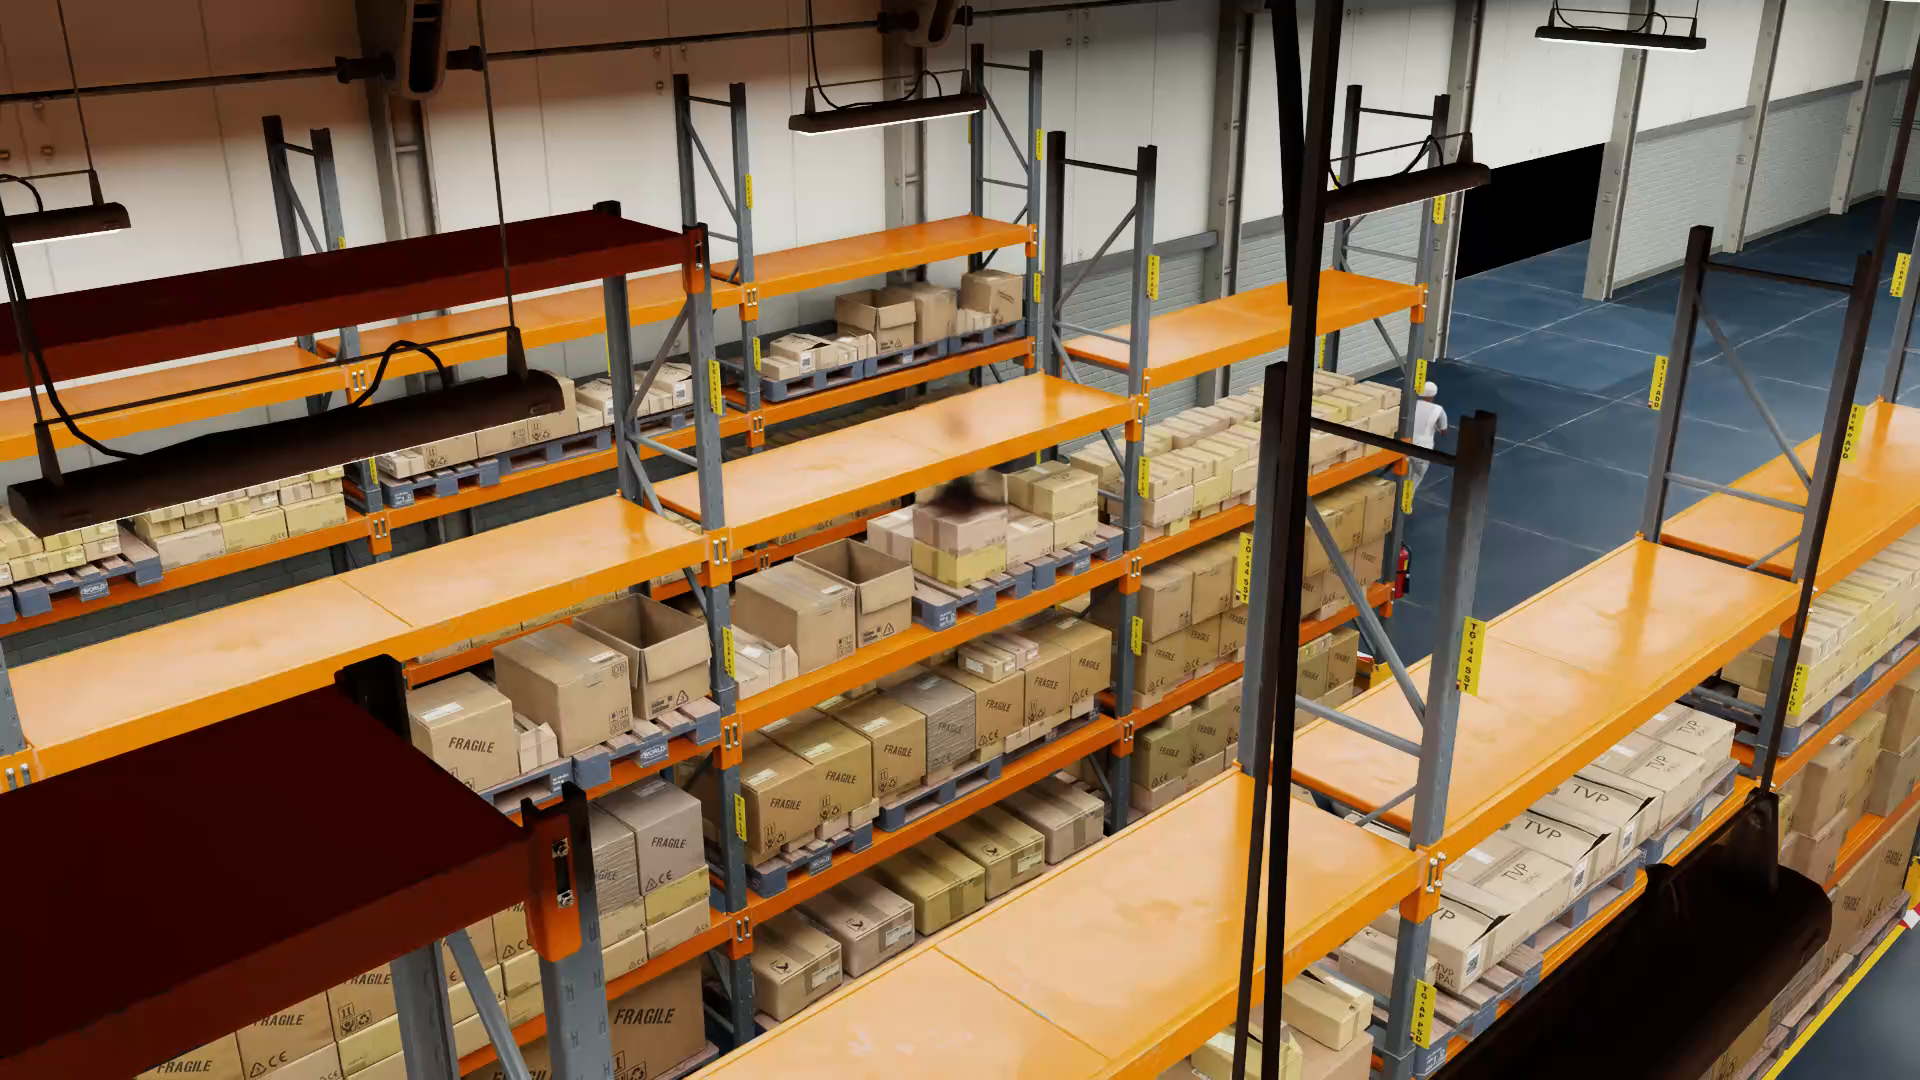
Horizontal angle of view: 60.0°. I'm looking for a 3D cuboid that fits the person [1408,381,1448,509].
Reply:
[{"bbox_3d":[5.916,-1.228,21.520,0.726,1.722,0.728,14,26,31],"label":"person"}]
